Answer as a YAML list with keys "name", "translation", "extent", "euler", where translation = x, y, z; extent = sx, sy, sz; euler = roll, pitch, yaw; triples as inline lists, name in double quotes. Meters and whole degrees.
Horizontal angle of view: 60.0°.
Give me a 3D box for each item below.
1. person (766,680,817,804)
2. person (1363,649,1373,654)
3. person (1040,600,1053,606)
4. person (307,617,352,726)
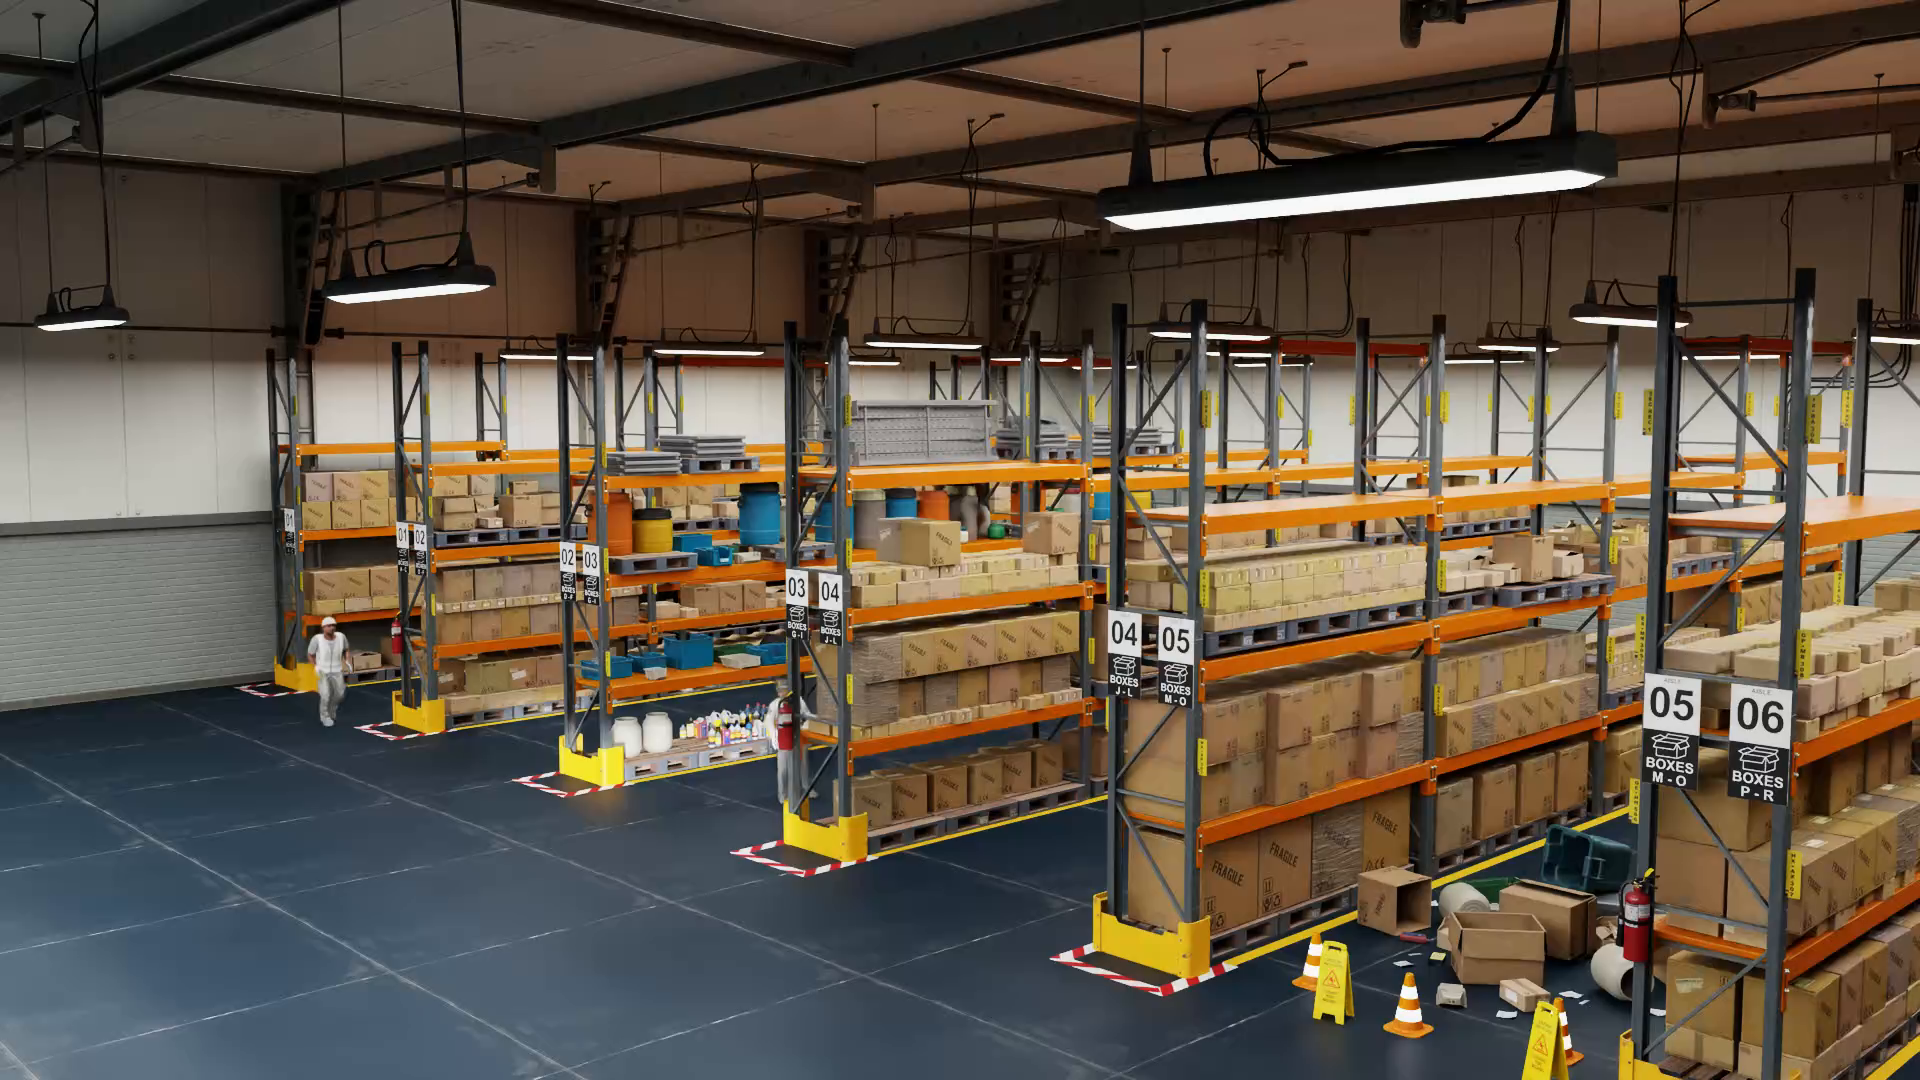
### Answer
- name: "person"
  translation: [-2.137, 2.554, 21.177]
  extent: [0.652, 1.620, 0.756]
  euler: [-1, 5, -9]
- name: "person"
  translation: [5.734, 2.243, 23.572]
  extent: [0.670, 1.770, 0.746]
  euler: [5, 7, 43]
- name: "person"
  translation: [1.595, 1.651, 31.066]
  extent: [0.818, 1.761, 0.590]
  euler: [-4, 7, -42]
- name: "person"
  translation: [-9.868, 2.055, 26.045]
  extent: [0.653, 1.727, 0.564]
  euler: [-4, 6, -36]
